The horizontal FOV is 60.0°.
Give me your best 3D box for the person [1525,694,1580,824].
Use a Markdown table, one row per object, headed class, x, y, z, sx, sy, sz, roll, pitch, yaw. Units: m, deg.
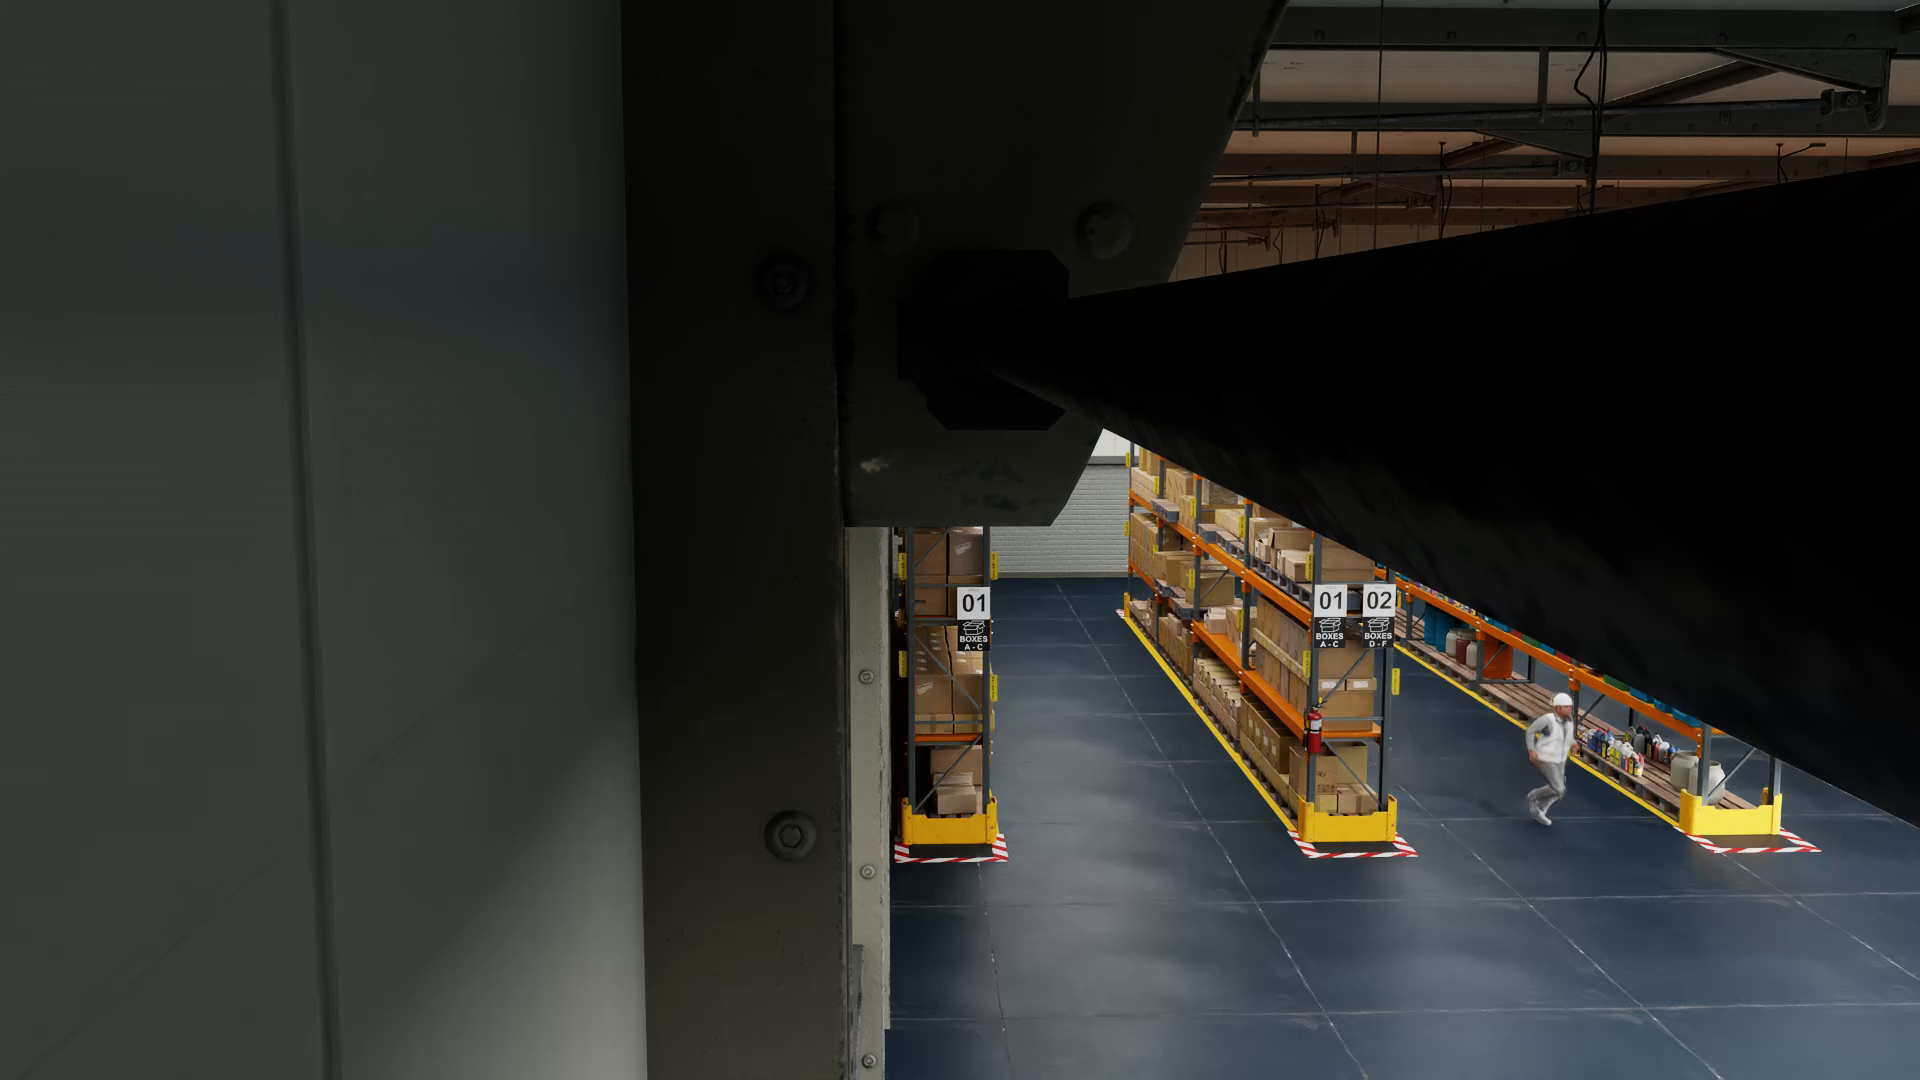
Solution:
| class | x | y | z | sx | sy | sz | roll | pitch | yaw |
| --- | --- | --- | --- | --- | --- | --- | --- | --- | --- |
| person | 7.561 | 2.780 | 21.135 | 0.635 | 1.714 | 0.636 | -5 | 9 | -32 |
